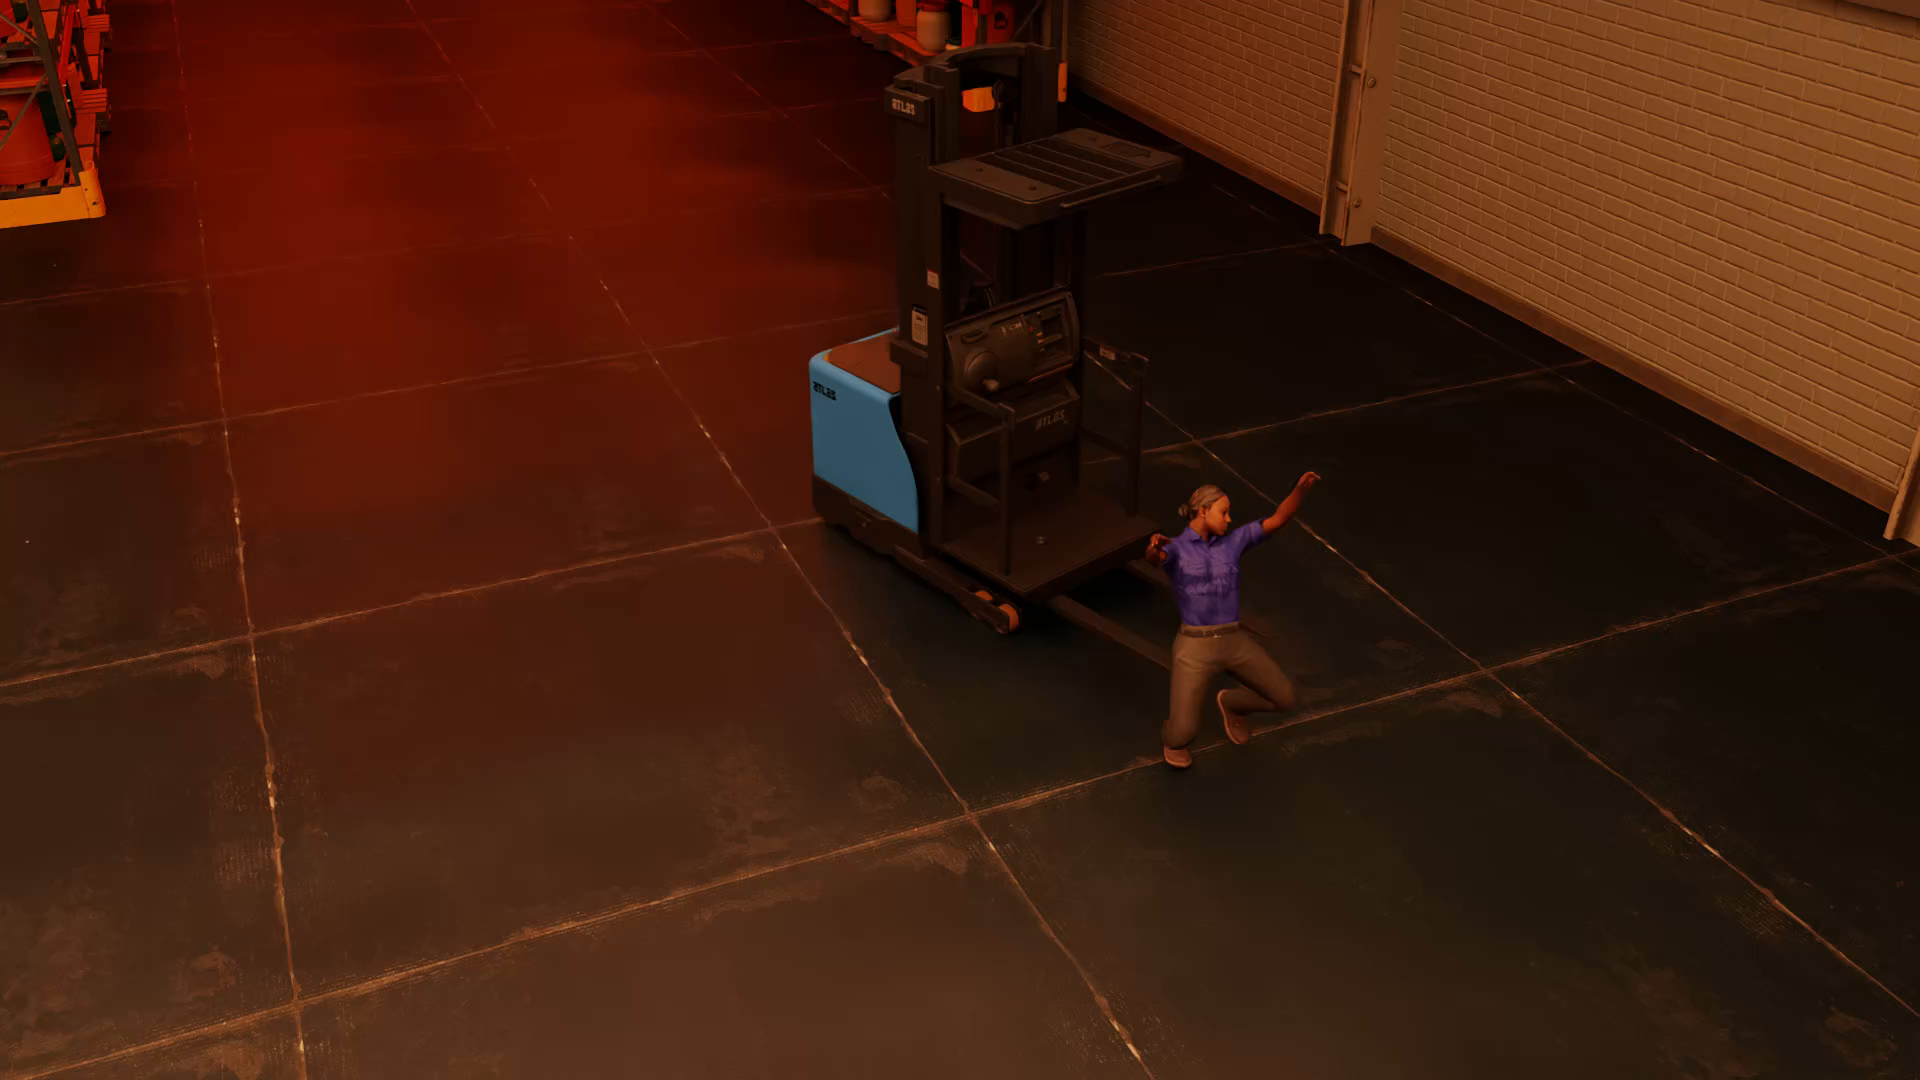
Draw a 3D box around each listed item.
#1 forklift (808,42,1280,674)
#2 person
[{"bbox_3d":[0.437,-1.038,8.934,1.130,2.935,3.031,-24,37,-35],"label":"forklift"},{"bbox_3d":[1.140,0.383,7.806,0.896,1.586,0.677,-11,32,-19],"label":"person"}]
